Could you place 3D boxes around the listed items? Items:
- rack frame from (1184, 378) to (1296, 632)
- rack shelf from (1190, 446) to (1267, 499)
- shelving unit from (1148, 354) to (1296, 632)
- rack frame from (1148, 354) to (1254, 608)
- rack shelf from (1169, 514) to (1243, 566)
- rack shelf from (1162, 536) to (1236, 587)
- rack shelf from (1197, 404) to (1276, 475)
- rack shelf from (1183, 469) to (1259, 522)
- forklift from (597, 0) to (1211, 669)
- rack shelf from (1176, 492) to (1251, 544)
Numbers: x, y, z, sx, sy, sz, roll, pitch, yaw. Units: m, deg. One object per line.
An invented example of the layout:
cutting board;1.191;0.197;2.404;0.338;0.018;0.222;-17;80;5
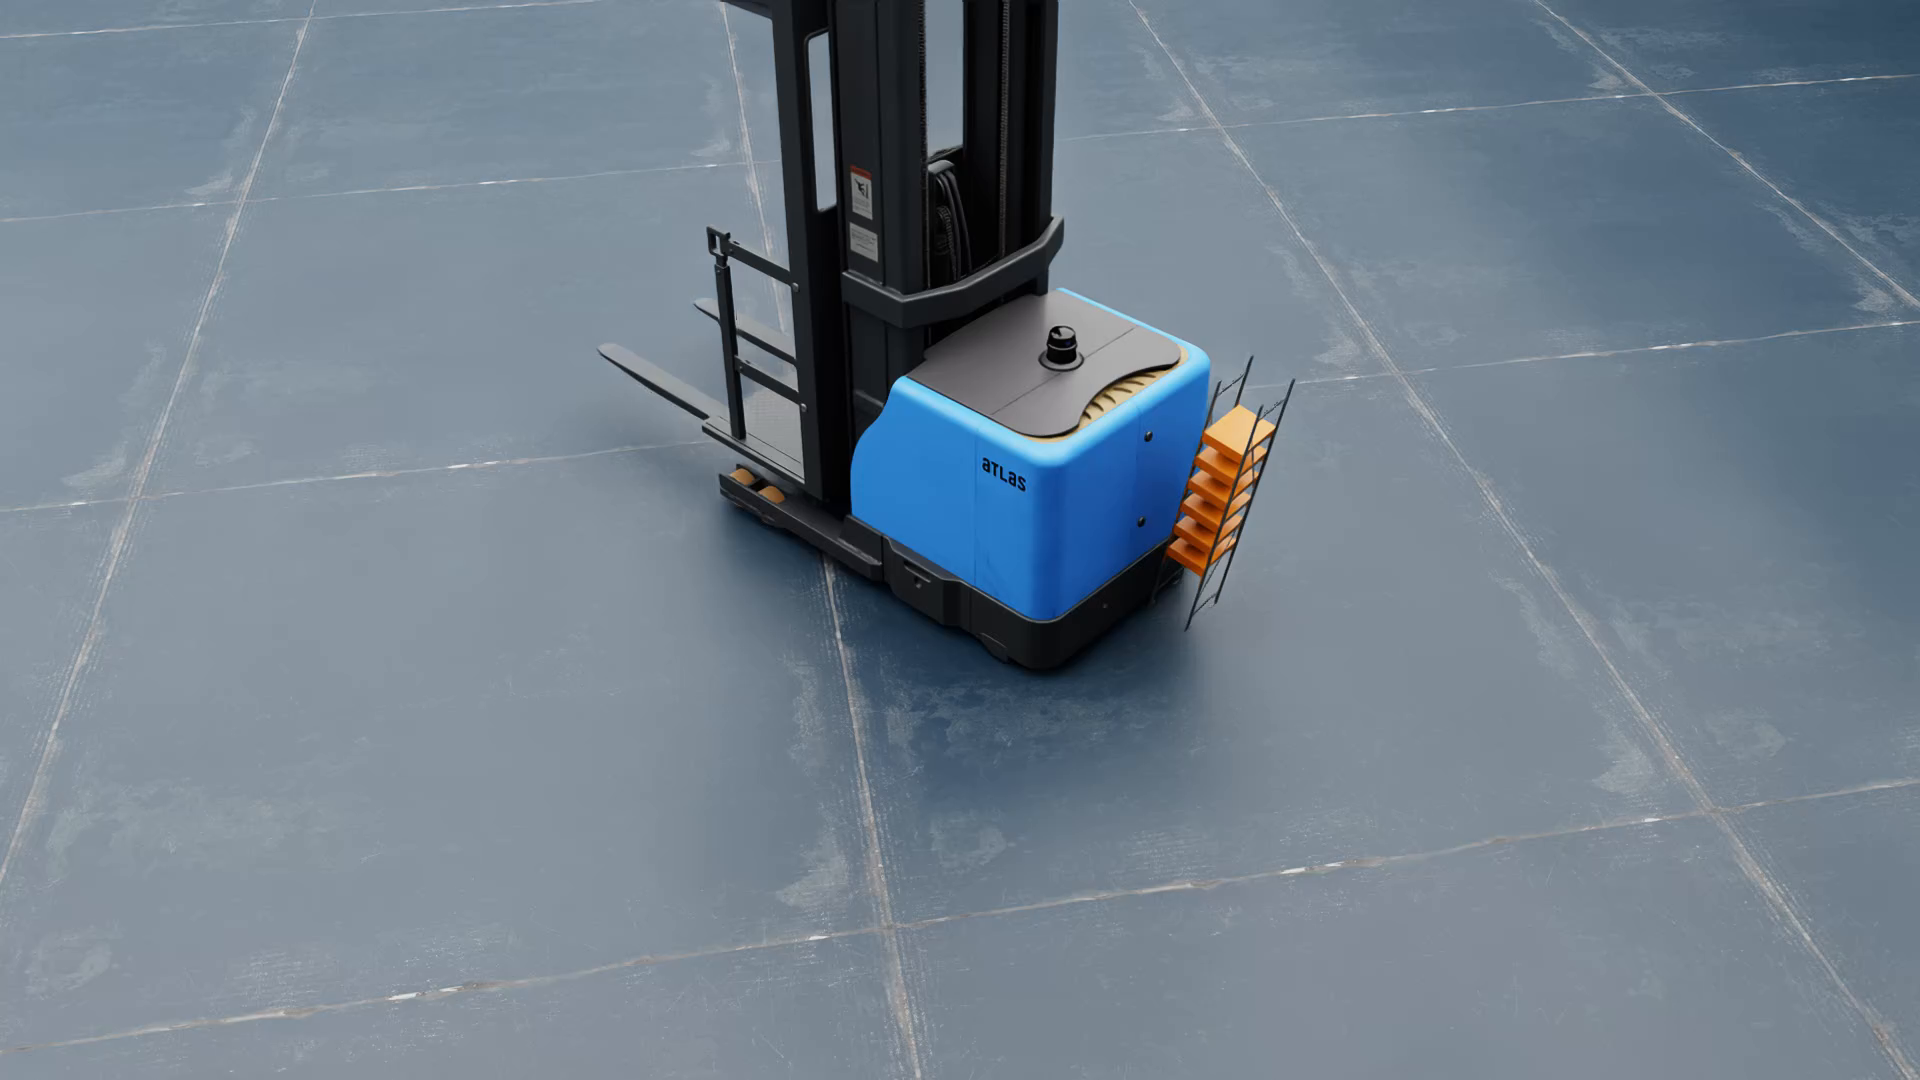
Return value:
rack frame;1.070;-0.110;6.426;0.006;1.200;0.240;34;49;23
rack shelf;1.027;-0.296;6.327;0.180;0.103;0.258;34;49;23
shelving unit;1.001;-0.157;6.462;0.189;1.200;0.258;34;49;23
rack frame;0.931;-0.205;6.498;0.006;1.200;0.240;34;49;23
rack shelf;0.979;-0.041;6.576;0.180;0.103;0.258;34;49;23
rack shelf;0.963;0.045;6.659;0.180;0.103;0.258;34;49;23
rack shelf;1.043;-0.381;6.244;0.180;0.103;0.258;34;49;23
rack shelf;1.011;-0.211;6.410;0.180;0.103;0.258;34;49;23
forklift;-0.432;-1.436;6.709;3.031;2.935;1.130;30;47;32
rack shelf;0.995;-0.126;6.493;0.180;0.103;0.258;34;49;23
